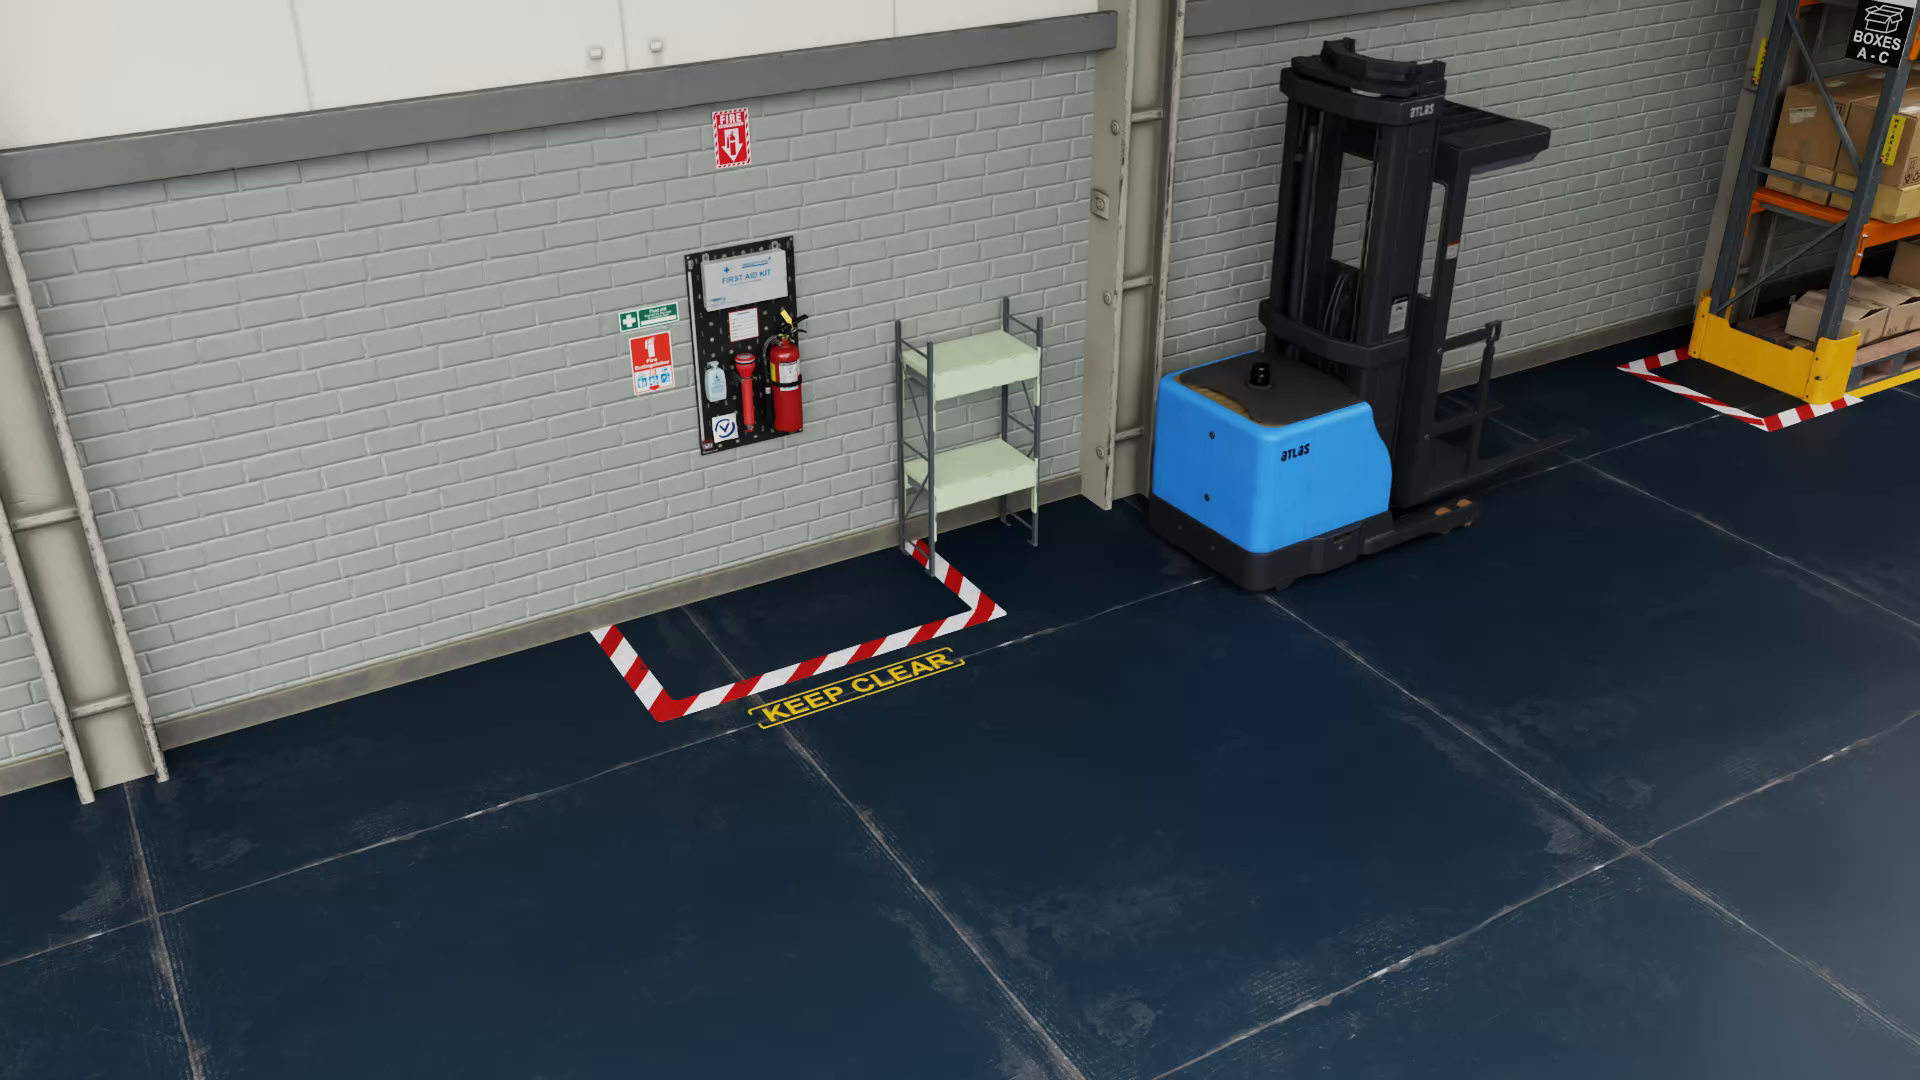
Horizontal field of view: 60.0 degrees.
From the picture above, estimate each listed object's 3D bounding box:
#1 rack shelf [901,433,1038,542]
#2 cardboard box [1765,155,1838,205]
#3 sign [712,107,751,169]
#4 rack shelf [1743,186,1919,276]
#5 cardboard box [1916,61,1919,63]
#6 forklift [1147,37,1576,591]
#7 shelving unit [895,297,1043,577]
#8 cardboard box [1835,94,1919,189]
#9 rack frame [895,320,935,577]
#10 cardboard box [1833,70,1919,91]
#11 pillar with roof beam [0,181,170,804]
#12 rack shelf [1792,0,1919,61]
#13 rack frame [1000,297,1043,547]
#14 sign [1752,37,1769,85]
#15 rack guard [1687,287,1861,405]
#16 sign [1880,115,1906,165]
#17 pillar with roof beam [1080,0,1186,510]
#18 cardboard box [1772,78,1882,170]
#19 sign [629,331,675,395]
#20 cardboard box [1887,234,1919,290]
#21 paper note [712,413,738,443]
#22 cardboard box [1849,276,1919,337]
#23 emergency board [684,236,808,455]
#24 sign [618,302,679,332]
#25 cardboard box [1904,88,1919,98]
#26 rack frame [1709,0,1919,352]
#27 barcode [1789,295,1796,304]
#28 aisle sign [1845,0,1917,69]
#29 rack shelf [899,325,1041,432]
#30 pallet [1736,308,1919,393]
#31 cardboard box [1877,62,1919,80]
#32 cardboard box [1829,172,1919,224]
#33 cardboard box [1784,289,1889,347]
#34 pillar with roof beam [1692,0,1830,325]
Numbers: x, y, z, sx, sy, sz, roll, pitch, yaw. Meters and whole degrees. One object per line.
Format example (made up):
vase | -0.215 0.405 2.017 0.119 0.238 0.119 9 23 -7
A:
rack shelf | 0.053 -0.324 10.058 0.720 0.370 0.431 -16 33 -27
cardboard box | 6.338 -2.692 12.255 0.500 0.250 0.500 -15 32 -26
sign | -1.182 -2.082 8.617 0.199 0.298 0.001 -16 33 -26
rack shelf | 7.758 -2.728 12.931 4.000 0.370 1.077 -16 33 -26
cardboard box | 7.649 -3.399 12.762 0.500 0.500 0.500 -15 32 -26
forklift | 2.680 -1.516 10.062 3.031 2.935 1.130 -18 33 -29
shelving unit | 0.053 -0.609 9.900 0.755 1.500 0.431 -16 33 -27
cardboard box | 6.597 -2.816 11.705 0.500 0.500 0.500 -16 33 -26
rack frame | -0.261 -0.519 9.735 0.023 1.500 0.400 -16 33 -27
cardboard box | 6.771 -3.148 12.306 0.500 0.500 0.500 -15 32 -26
pillar with roof beam | -1.966 -0.981 2.812 0.400 9.000 9.100 -16 33 -26
rack shelf | 7.758 -4.041 12.206 4.000 0.370 1.077 -16 33 -26
rack frame | 0.367 -0.700 10.065 0.023 1.500 0.400 -16 33 -27
sign | 5.769 -3.435 11.942 0.005 0.325 0.100 -16 33 -26
rack guard | 6.099 -1.477 12.508 0.348 0.500 1.175 -16 33 -26
sign | 6.308 -2.706 11.252 0.005 0.325 0.100 -16 33 -26
pillar with roof beam | 3.207 -2.449 5.473 0.400 9.000 9.100 -16 33 -26
cardboard box | 6.332 -3.029 12.090 0.500 0.500 0.500 -16 33 -27
sign | -1.653 -0.950 8.929 0.234 0.329 0.001 -16 33 -26
cardboard box | 7.825 -2.082 13.147 0.500 0.500 0.700 -18 34 -29
paper note | -1.312 -0.627 9.292 0.142 0.148 0.016 -16 33 -26
cardboard box | 7.167 -1.840 12.905 0.500 0.311 0.500 -13 31 -22
emergency board | -1.124 -1.027 9.105 0.643 1.169 0.194 -16 33 -26
sign | -1.645 -1.180 8.796 0.331 0.109 0.001 -16 33 -26
cardboard box | 7.028 -2.933 11.917 0.500 0.500 0.500 -16 33 -26
rack frame | 6.033 -2.553 11.870 0.127 3.000 1.000 -16 33 -26
barcode | 6.488 -1.876 12.960 0.075 0.075 0.001 -16 33 -26
aisle sign | 6.123 -3.549 10.984 0.004 0.787 0.394 -16 33 -26
rack shelf | 0.053 -0.951 9.712 0.720 0.370 0.431 -16 33 -27
pallet | 6.817 -1.535 12.911 1.213 0.211 1.003 -16 33 -26
cardboard box | 7.215 -3.276 12.538 0.500 0.500 0.500 -17 33 -28
cardboard box | 6.615 -2.484 11.878 0.500 0.250 0.500 -17 33 -28
cardboard box | 6.675 -1.701 12.653 0.500 0.311 0.500 -20 35 -32
pillar with roof beam | 8.380 -3.918 8.135 0.400 9.000 9.100 -16 33 -26
